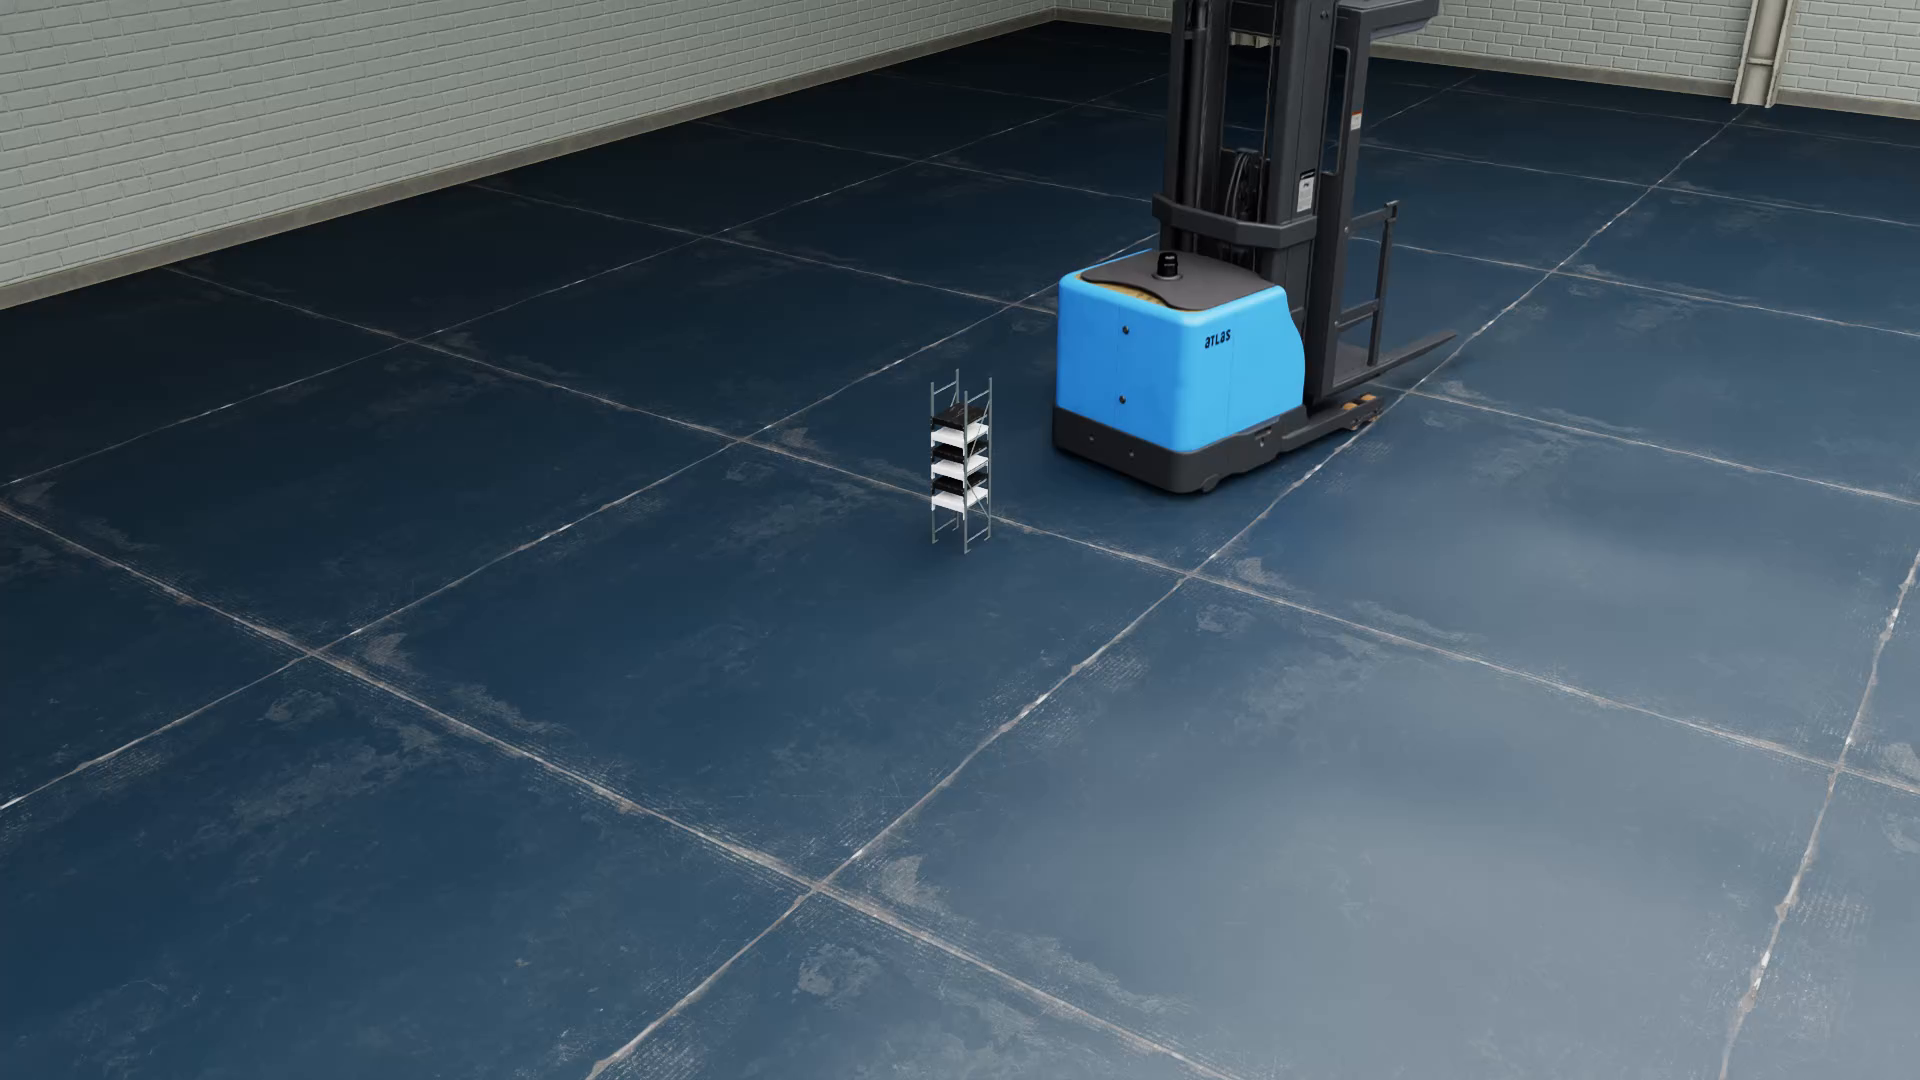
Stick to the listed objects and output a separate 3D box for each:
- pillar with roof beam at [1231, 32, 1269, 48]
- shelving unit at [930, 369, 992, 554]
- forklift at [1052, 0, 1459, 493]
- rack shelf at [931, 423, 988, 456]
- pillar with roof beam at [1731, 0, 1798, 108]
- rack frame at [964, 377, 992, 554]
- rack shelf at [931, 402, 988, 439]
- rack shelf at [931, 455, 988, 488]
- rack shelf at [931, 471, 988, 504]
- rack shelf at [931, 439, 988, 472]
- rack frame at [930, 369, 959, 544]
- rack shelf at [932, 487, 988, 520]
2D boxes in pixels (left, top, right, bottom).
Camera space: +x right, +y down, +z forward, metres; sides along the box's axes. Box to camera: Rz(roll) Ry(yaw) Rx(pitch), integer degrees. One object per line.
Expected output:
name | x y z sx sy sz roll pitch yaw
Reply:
pillar with roof beam | 1.246 -8.694 15.911 0.400 9.000 9.100 17 32 30
shelving unit | 0.007 -0.399 8.542 0.210 0.900 0.258 17 32 30
forklift | 1.956 -2.121 9.686 3.031 2.935 1.130 -23 35 -38
rack shelf | 0.007 -0.530 8.475 0.200 0.077 0.258 17 32 30
pillar with roof beam | 6.191 -7.153 12.884 0.400 9.000 9.100 17 32 30
rack frame | 0.090 -0.373 8.490 0.006 0.900 0.240 17 32 30
rack shelf | 0.007 -0.610 8.434 0.200 0.077 0.258 17 32 30
rack shelf | 0.007 -0.369 8.557 0.200 0.077 0.258 17 32 30
rack shelf | 0.007 -0.289 8.598 0.200 0.077 0.258 17 32 30
rack shelf | 0.007 -0.449 8.516 0.200 0.077 0.258 17 32 30
rack frame | -0.077 -0.425 8.593 0.006 0.900 0.240 17 32 30
rack shelf | 0.007 -0.209 8.639 0.200 0.077 0.258 17 32 30
